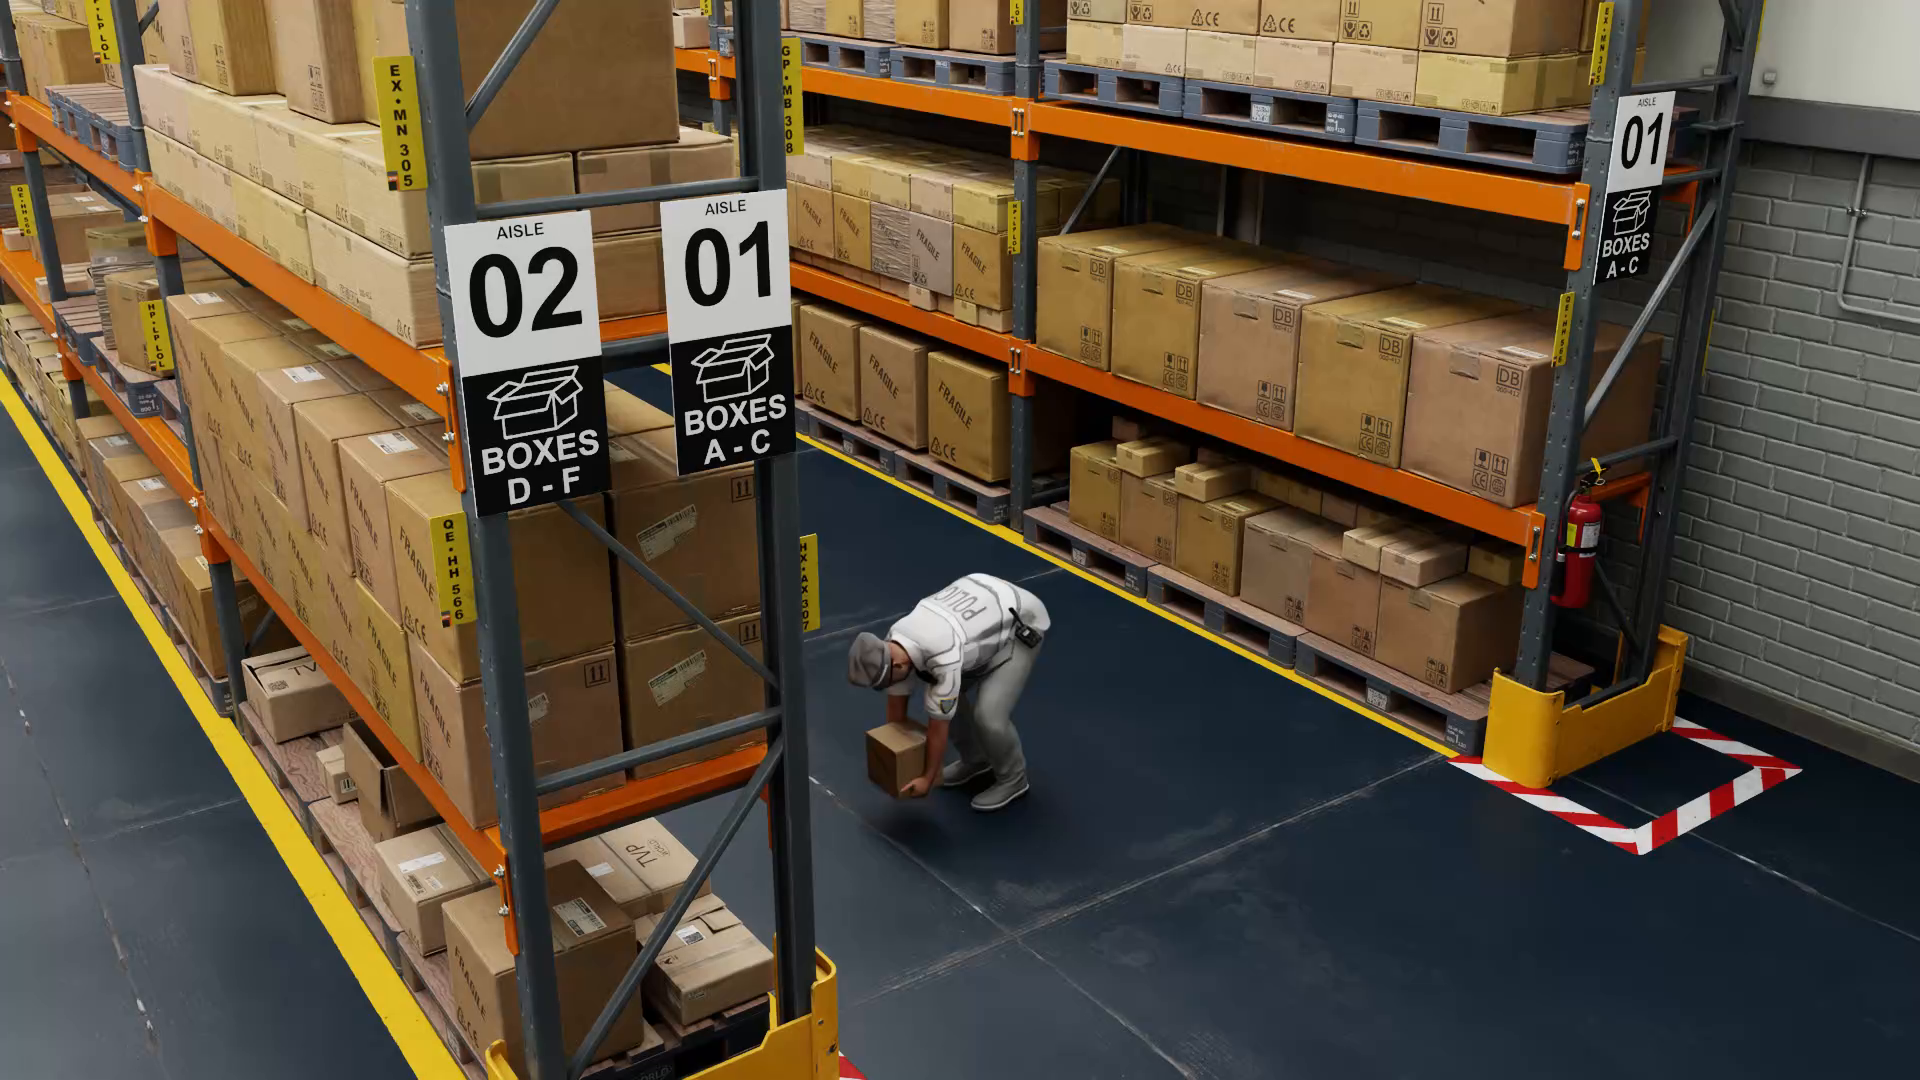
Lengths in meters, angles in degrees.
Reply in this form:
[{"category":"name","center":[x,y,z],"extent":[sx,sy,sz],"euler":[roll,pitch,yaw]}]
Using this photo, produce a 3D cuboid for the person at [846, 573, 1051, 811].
[{"category":"person","center":[-0.063,0.737,7.623],"extent":[1.042,1.069,0.515],"euler":[-16,26,-35]}]
